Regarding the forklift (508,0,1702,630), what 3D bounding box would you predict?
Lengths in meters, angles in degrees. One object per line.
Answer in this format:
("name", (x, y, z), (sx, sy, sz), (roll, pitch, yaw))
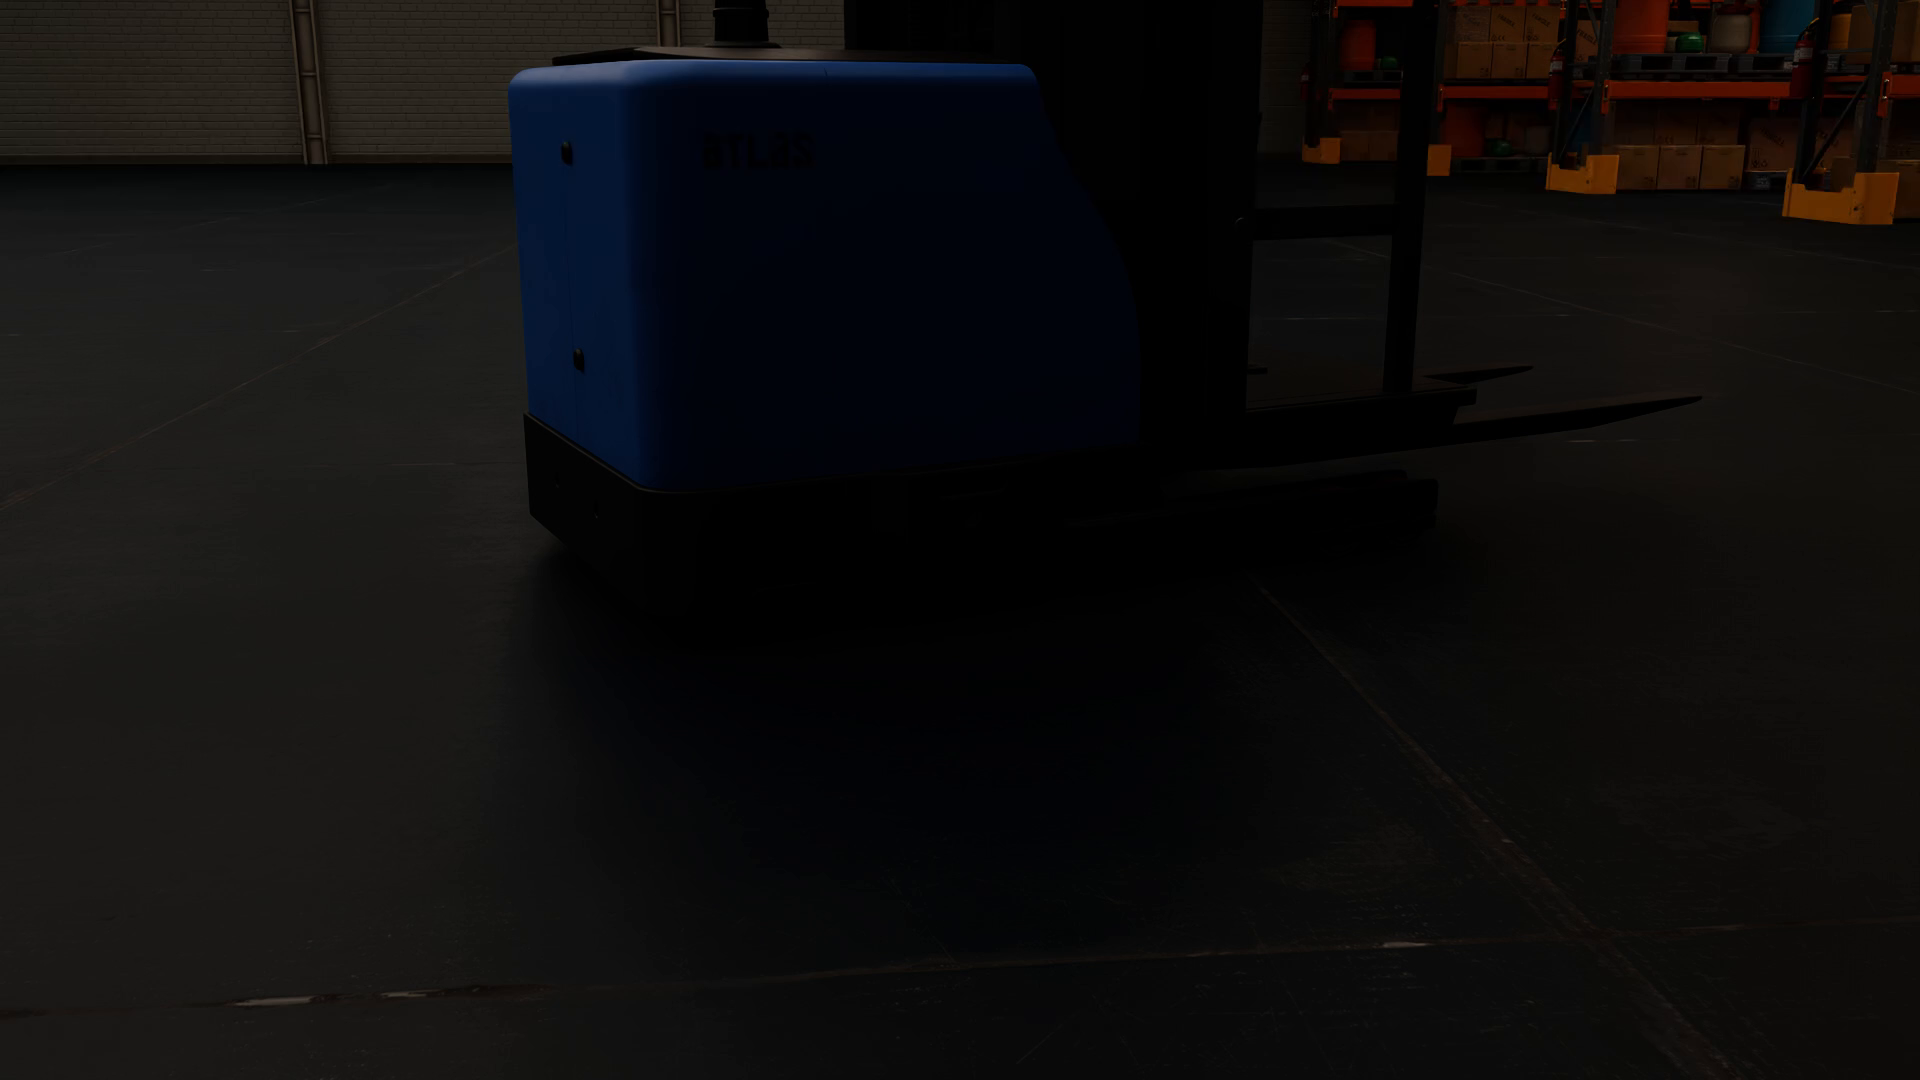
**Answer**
("forklift", (0.538, -1.490, 3.837), (3.031, 2.935, 1.130), (-8, 17, -27))
